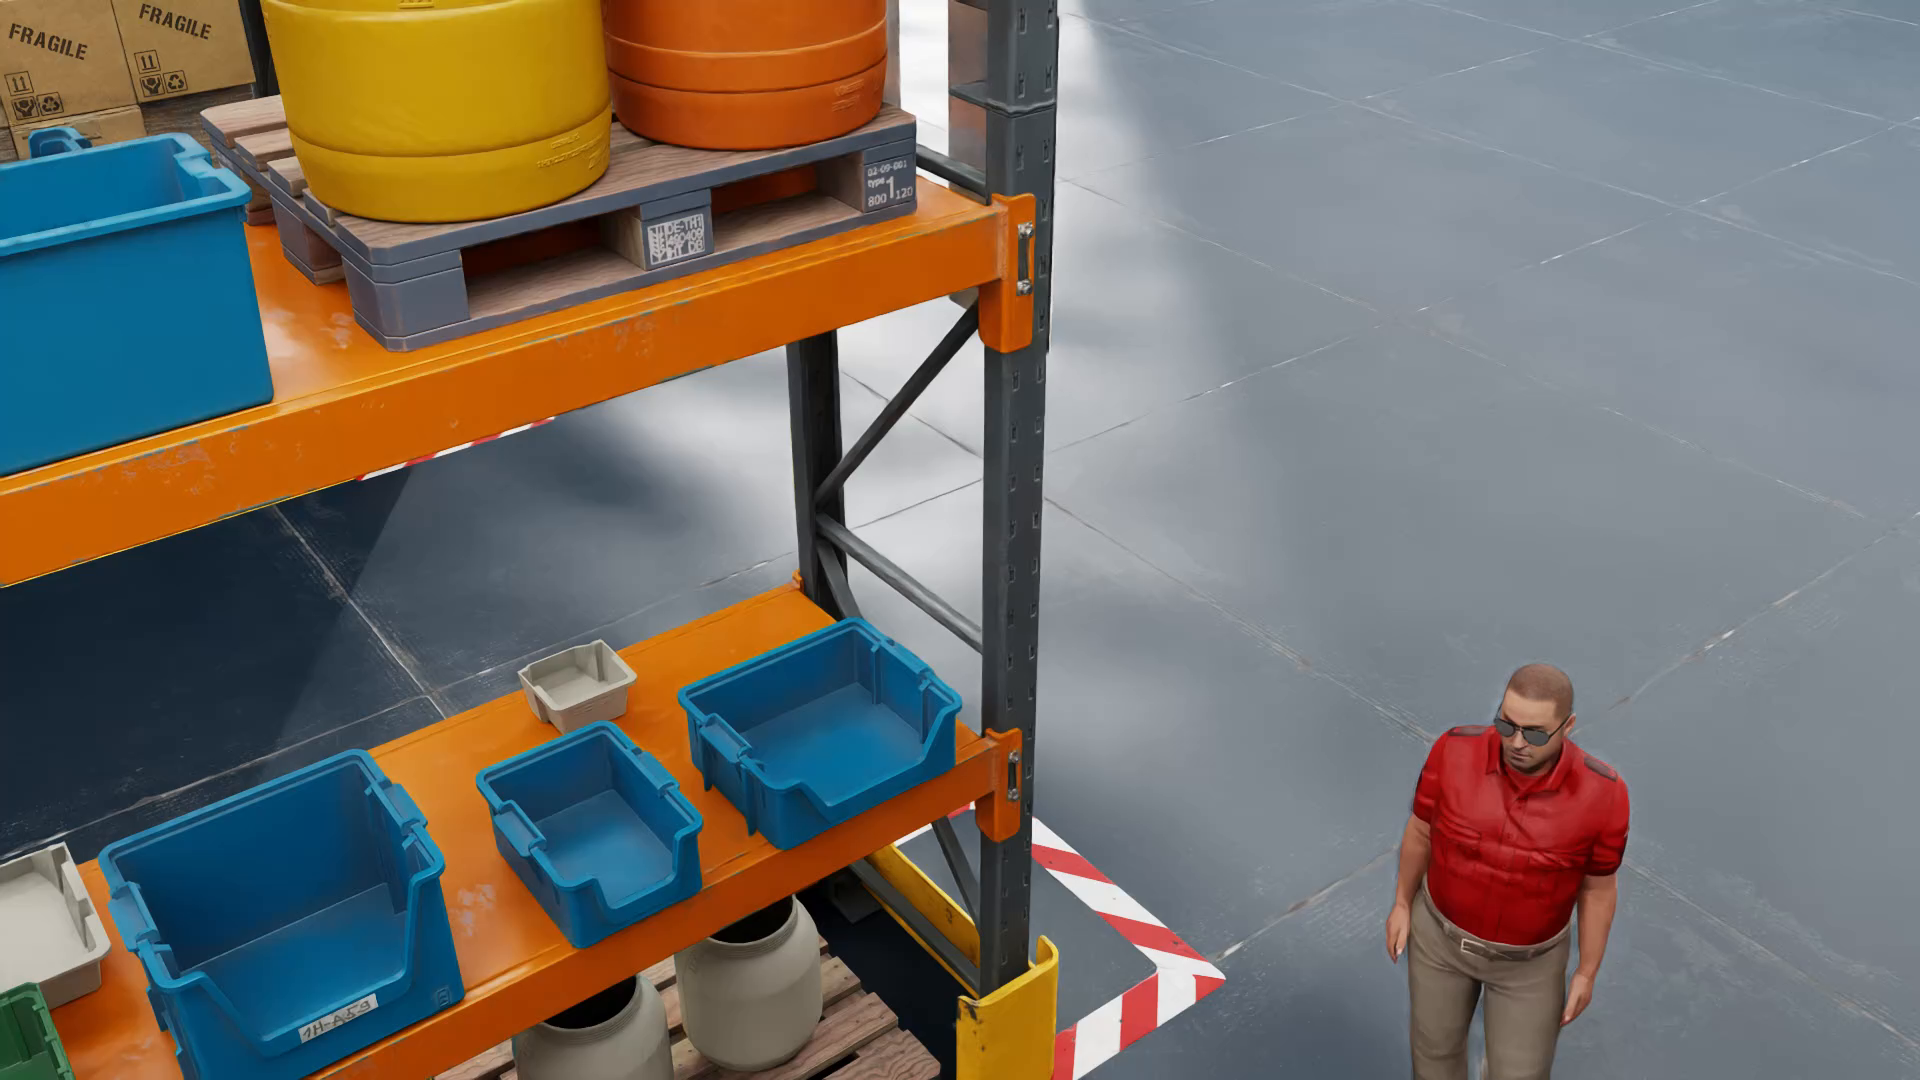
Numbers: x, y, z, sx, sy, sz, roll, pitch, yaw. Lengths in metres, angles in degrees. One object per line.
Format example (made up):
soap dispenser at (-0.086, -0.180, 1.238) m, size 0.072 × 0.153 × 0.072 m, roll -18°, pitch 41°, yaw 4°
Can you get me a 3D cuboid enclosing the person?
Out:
person at (1.412, 1.070, 4.432) m, size 0.554 × 1.738 × 0.543 m, roll 15°, pitch 35°, yaw 23°
